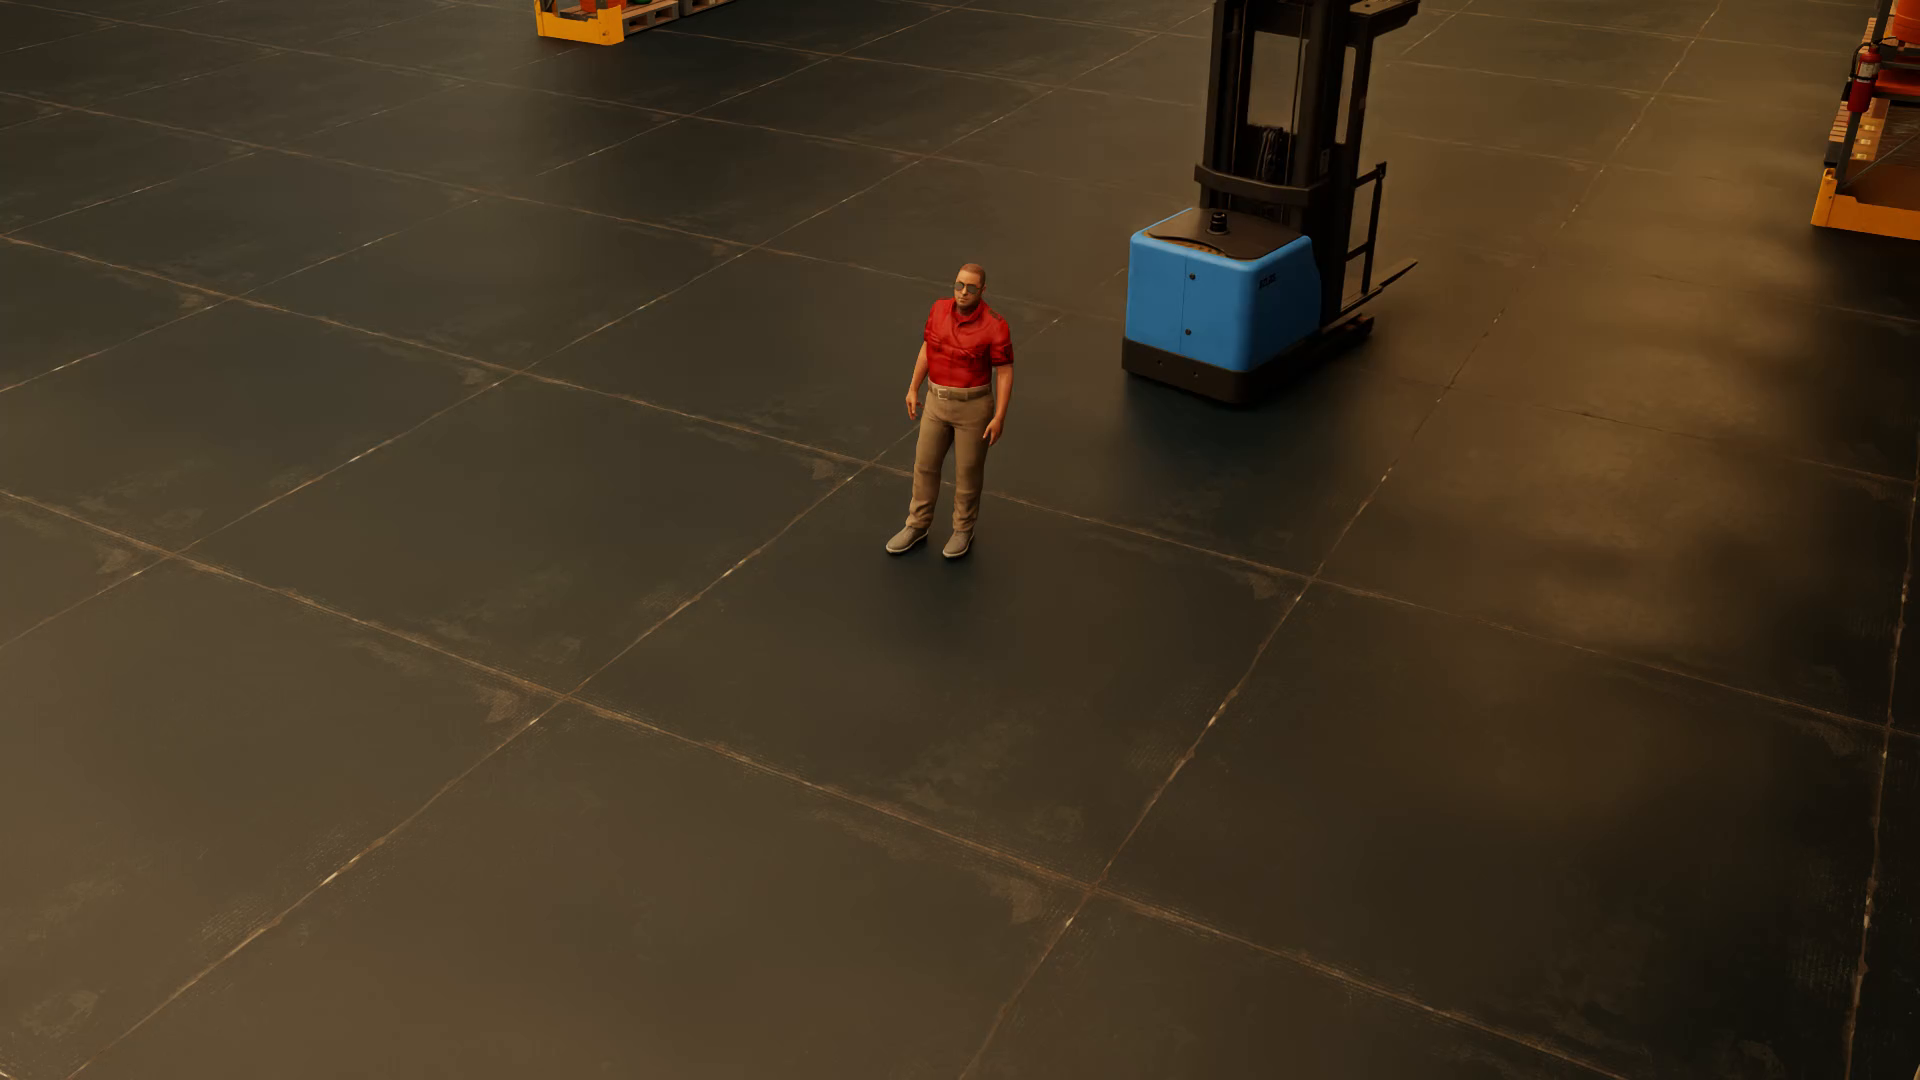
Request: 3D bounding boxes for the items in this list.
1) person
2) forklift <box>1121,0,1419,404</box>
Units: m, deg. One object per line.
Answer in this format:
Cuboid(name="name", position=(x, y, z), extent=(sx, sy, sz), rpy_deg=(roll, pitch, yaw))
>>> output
Cuboid(name="person", position=(-0.054, -0.719, 9.504), extent=(0.640, 1.727, 0.551), rpy_deg=(15, 33, 25))
Cuboid(name="forklift", position=(2.495, -2.873, 12.049), extent=(1.130, 2.935, 3.031), rpy_deg=(23, 37, 34))
